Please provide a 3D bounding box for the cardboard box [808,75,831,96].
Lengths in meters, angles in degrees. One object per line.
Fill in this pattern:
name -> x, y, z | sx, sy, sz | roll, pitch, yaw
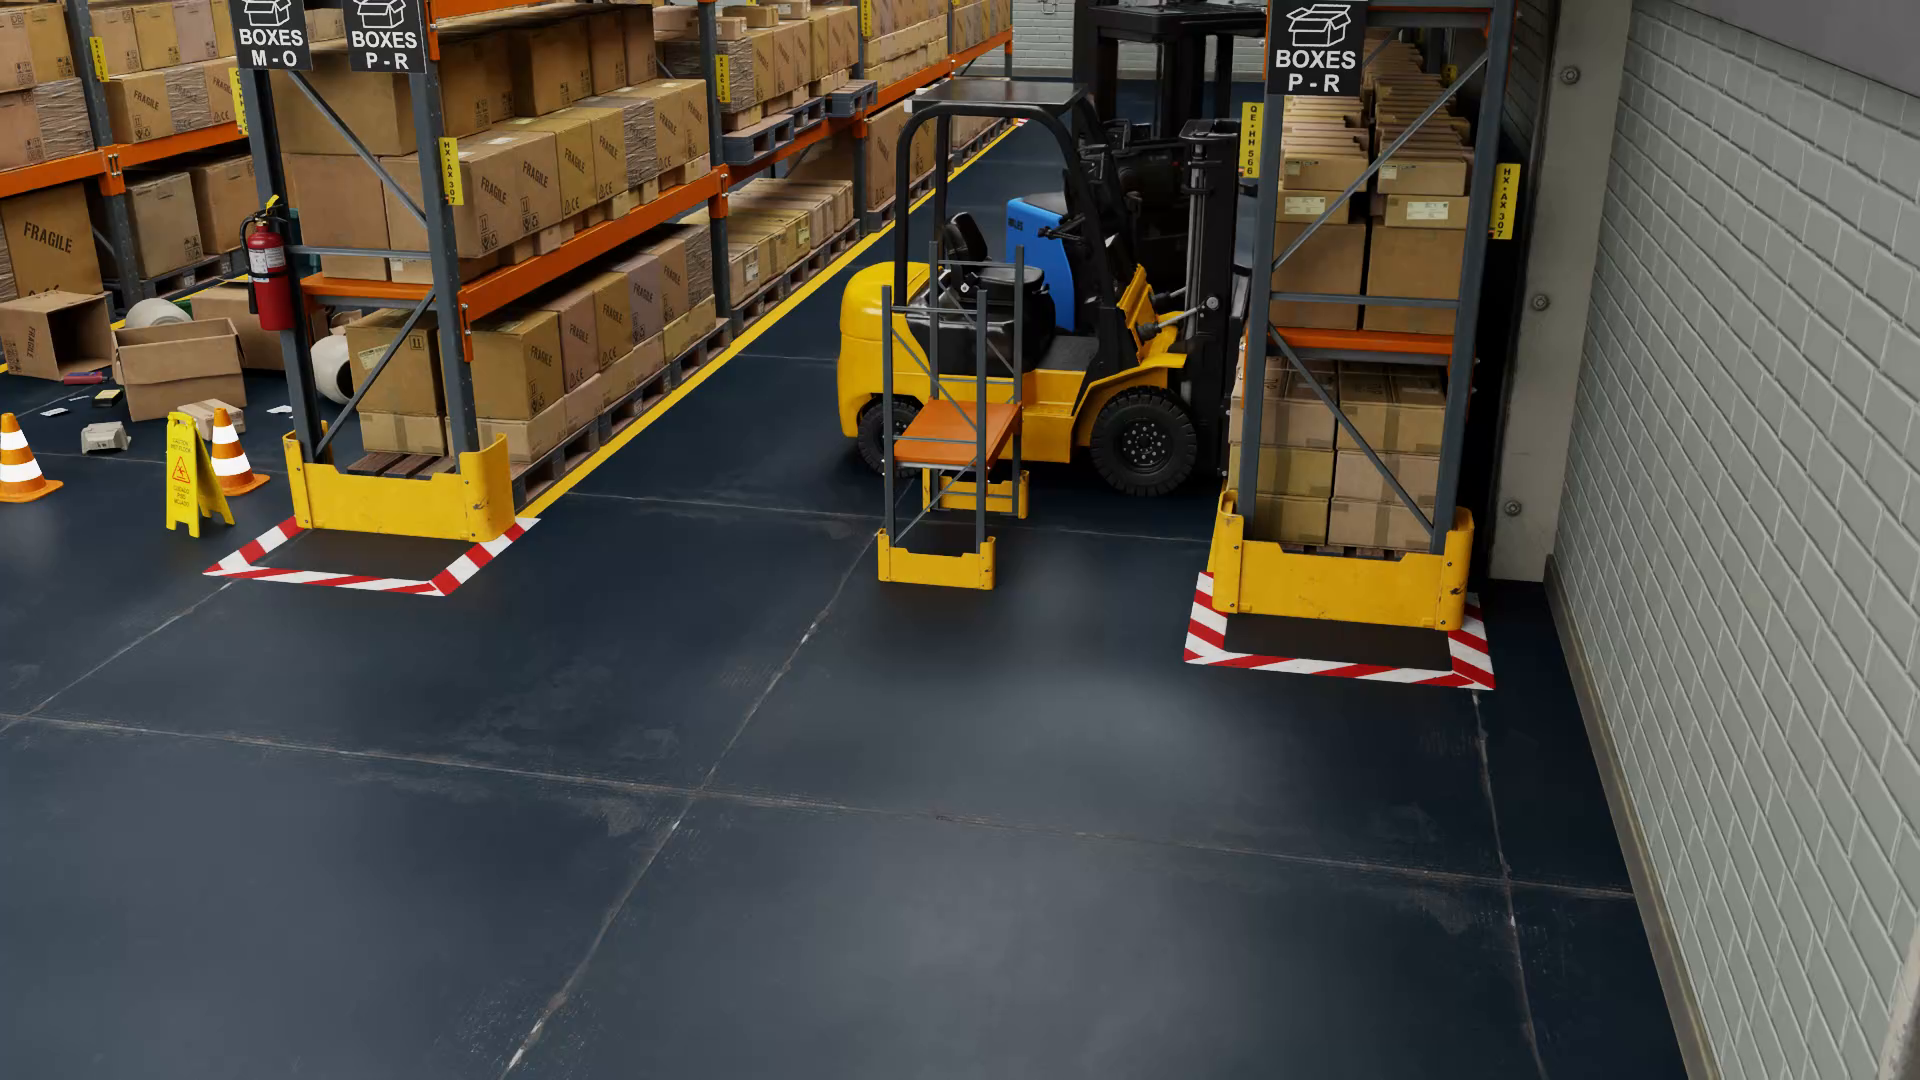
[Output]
cardboard box -> -1.336, -3.927, 14.364 | 0.380, 0.149, 0.250 | 5, 22, 12

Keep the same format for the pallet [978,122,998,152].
pallet -> -0.111, -5.268, 21.652 | 1.003, 0.211, 1.213 | 4, 22, 11

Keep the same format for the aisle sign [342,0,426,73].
aisle sign -> -2.747, -2.613, 7.847 | 0.394, 0.787, 0.004 | 4, 22, 11

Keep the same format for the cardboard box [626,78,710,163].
cardboard box -> -2.069, -2.919, 11.555 | 0.500, 0.500, 0.500 | 4, 22, 10

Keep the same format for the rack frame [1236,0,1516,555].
rack frame -> 1.822, -1.076, 7.511 | 1.000, 3.000, 0.127 | 4, 22, 11

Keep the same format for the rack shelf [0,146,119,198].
rack shelf -> -7.497, -2.192, 11.243 | 1.077, 0.370, 4.000 | 4, 22, 11

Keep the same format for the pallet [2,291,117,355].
pallet -> -7.320, -1.691, 12.770 | 1.003, 0.211, 1.213 | 4, 22, 11

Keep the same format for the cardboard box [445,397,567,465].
cardboard box -> -2.603, -0.647, 9.563 | 0.500, 0.250, 0.500 | 4, 22, 10

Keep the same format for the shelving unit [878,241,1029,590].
shelving unit -> -0.016, -0.668, 8.504 | 0.587, 1.500, 1.083 | 4, 22, 11

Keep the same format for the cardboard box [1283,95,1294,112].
cardboard box -> 2.095, -2.551, 9.772 | 0.380, 0.149, 0.250 | 4, 22, 10

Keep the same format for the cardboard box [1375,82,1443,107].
cardboard box -> 2.736, -2.698, 10.138 | 0.380, 0.149, 0.250 | 4, 22, 10

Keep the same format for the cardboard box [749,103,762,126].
cardboard box -> -1.740, -3.263, 12.715 | 0.380, 0.149, 0.250 | 5, 22, 12

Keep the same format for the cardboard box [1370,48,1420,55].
cardboard box -> 3.547, -3.926, 13.584 | 0.380, 0.149, 0.250 | 4, 22, 10

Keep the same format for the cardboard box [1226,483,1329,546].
cardboard box -> 1.608, -0.192, 8.433 | 0.500, 0.250, 0.500 | 5, 22, 11

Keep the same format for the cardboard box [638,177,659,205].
cardboard box -> -2.193, -2.287, 10.854 | 0.380, 0.149, 0.250 | 4, 22, 10

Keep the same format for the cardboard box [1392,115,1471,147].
cardboard box -> 2.470, -2.135, 8.740 | 0.380, 0.149, 0.250 | 4, 22, 10

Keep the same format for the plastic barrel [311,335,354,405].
plastic barrel -> -4.099, -1.129, 11.091 | 0.421, 0.421, 0.512 | -16, 27, -35

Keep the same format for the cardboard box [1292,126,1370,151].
cardboard box -> 1.859, -1.985, 8.366 | 0.380, 0.149, 0.250 | 5, 22, 11

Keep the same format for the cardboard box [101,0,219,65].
cardboard box -> -6.787, -4.322, 14.098 | 0.700, 0.500, 0.500 | 5, 22, 11

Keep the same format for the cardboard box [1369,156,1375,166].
cardboard box -> 2.489, -1.843, 9.281 | 0.500, 0.500, 0.500 | 5, 22, 12

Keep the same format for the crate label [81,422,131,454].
crate label -> -5.270, -0.634, 10.244 | 0.250, 0.136, 0.298 | -7, 23, -17

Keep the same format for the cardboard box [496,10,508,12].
cardboard box -> -5.450, -6.051, 19.240 | 0.380, 0.149, 0.250 | 5, 23, 13

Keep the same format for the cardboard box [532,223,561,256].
cardboard box -> -2.498, -1.719, 9.443 | 0.380, 0.149, 0.250 | 5, 22, 12

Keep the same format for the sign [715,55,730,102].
sign -> -1.689, -3.279, 11.822 | 0.100, 0.325, 0.005 | 4, 22, 11

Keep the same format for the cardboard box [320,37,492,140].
cardboard box -> -3.037, -2.490, 9.150 | 0.700, 0.500, 0.500 | 5, 22, 11

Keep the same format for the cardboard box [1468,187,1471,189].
cardboard box -> 2.425, -1.894, 8.540 | 0.380, 0.149, 0.250 | 5, 22, 11

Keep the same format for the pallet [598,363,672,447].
pallet -> -2.571, -0.927, 10.873 | 1.003, 0.211, 1.213 | 4, 22, 11

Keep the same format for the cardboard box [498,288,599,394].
cardboard box -> -2.496, -1.195, 9.920 | 0.500, 0.500, 0.500 | 4, 22, 9

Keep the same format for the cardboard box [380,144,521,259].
cardboard box -> -2.670, -1.790, 8.751 | 0.500, 0.500, 0.500 | 4, 22, 10

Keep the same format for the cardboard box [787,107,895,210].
cardboard box -> -1.184, -3.835, 16.642 | 0.875, 0.875, 0.875 | 4, 22, 10

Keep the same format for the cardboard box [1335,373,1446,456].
cardboard box -> 2.105, -0.621, 8.160 | 0.500, 0.250, 0.500 | 4, 22, 10

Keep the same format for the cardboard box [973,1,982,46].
cardboard box -> -0.023, -6.405, 20.609 | 0.500, 0.500, 0.500 | 5, 22, 11

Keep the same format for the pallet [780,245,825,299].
pallet -> -1.818, -2.355, 14.419 | 1.003, 0.211, 1.213 | 4, 22, 11

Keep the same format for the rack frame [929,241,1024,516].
rack frame -> 0.086, -0.850, 8.958 | 0.500, 1.500, 0.032 | 4, 22, 11

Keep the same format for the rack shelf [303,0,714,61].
rack shelf -> -2.630, -3.243, 9.838 | 1.077, 0.370, 4.000 | 4, 22, 11

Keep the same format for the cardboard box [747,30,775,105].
cardboard box -> -1.744, -3.628, 12.754 | 0.500, 0.500, 0.500 | 5, 22, 11

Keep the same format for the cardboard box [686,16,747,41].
cardboard box -> -1.780, -3.742, 12.166 | 0.380, 0.149, 0.250 | 4, 22, 11

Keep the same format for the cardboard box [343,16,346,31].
cardboard box -> -5.988, -5.230, 16.802 | 0.380, 0.149, 0.250 | 4, 22, 11

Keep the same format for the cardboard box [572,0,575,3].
cardboard box -> -5.014, -6.710, 20.968 | 0.500, 0.500, 0.500 | 4, 22, 11

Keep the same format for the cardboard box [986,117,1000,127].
cardboard box -> 0.011, -5.727, 21.926 | 0.875, 0.438, 0.875 | 5, 22, 12

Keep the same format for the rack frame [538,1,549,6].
rack frame -> -5.456, -6.183, 20.190 | 1.000, 3.000, 0.127 | 4, 22, 11

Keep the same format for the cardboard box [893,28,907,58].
cardboard box -> -0.840, -5.078, 16.979 | 0.500, 0.250, 0.500 | 4, 22, 11

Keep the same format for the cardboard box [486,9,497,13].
cardboard box -> -5.509, -6.086, 18.929 | 0.380, 0.149, 0.250 | 4, 22, 11

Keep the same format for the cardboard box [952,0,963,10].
cardboard box -> -0.255, -6.508, 19.526 | 0.500, 0.500, 0.500 | 5, 22, 11

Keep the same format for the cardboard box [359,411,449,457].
cardboard box -> -3.132, -0.698, 9.689 | 0.500, 0.250, 0.500 | 4, 22, 11

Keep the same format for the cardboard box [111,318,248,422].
cardboard box -> -5.158, -1.131, 10.988 | 0.797, 0.503, 0.637 | -11, 25, -26

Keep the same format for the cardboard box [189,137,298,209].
cardboard box -> -6.660, -3.335, 15.569 | 1.050, 0.750, 0.750 | 5, 22, 12

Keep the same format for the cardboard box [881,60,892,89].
cardboard box -> -0.972, -4.659, 16.606 | 0.500, 0.250, 0.500 | 4, 22, 9

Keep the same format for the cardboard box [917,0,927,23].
cardboard box -> -0.656, -5.796, 17.758 | 0.500, 0.500, 0.500 | 5, 23, 13

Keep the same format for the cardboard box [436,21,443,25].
cardboard box -> -5.770, -5.478, 17.816 | 0.380, 0.149, 0.250 | 4, 22, 11

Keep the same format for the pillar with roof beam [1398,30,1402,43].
pillar with roof beam -> 2.305, -10.956, 24.013 | 9.100, 9.000, 0.400 | 4, 22, 11

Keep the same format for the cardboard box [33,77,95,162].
cardboard box -> -7.152, -3.191, 12.560 | 0.875, 0.550, 0.550 | 4, 22, 11

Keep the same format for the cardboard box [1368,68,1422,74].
cardboard box -> 3.185, -3.368, 12.200 | 0.380, 0.149, 0.250 | 4, 22, 11

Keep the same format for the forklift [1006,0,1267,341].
forklift -> 1.450, -2.466, 11.054 | 1.130, 2.935, 3.031 | -11, 24, -25

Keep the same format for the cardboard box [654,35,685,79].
cardboard box -> -2.353, -3.482, 12.390 | 0.500, 0.500, 0.500 | 4, 22, 10

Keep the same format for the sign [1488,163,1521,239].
sign -> 2.364, -1.470, 7.224 | 0.100, 0.325, 0.005 | 4, 22, 11

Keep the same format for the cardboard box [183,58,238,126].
cardboard box -> -6.511, -3.842, 14.245 | 0.500, 0.500, 0.500 | 4, 22, 11
